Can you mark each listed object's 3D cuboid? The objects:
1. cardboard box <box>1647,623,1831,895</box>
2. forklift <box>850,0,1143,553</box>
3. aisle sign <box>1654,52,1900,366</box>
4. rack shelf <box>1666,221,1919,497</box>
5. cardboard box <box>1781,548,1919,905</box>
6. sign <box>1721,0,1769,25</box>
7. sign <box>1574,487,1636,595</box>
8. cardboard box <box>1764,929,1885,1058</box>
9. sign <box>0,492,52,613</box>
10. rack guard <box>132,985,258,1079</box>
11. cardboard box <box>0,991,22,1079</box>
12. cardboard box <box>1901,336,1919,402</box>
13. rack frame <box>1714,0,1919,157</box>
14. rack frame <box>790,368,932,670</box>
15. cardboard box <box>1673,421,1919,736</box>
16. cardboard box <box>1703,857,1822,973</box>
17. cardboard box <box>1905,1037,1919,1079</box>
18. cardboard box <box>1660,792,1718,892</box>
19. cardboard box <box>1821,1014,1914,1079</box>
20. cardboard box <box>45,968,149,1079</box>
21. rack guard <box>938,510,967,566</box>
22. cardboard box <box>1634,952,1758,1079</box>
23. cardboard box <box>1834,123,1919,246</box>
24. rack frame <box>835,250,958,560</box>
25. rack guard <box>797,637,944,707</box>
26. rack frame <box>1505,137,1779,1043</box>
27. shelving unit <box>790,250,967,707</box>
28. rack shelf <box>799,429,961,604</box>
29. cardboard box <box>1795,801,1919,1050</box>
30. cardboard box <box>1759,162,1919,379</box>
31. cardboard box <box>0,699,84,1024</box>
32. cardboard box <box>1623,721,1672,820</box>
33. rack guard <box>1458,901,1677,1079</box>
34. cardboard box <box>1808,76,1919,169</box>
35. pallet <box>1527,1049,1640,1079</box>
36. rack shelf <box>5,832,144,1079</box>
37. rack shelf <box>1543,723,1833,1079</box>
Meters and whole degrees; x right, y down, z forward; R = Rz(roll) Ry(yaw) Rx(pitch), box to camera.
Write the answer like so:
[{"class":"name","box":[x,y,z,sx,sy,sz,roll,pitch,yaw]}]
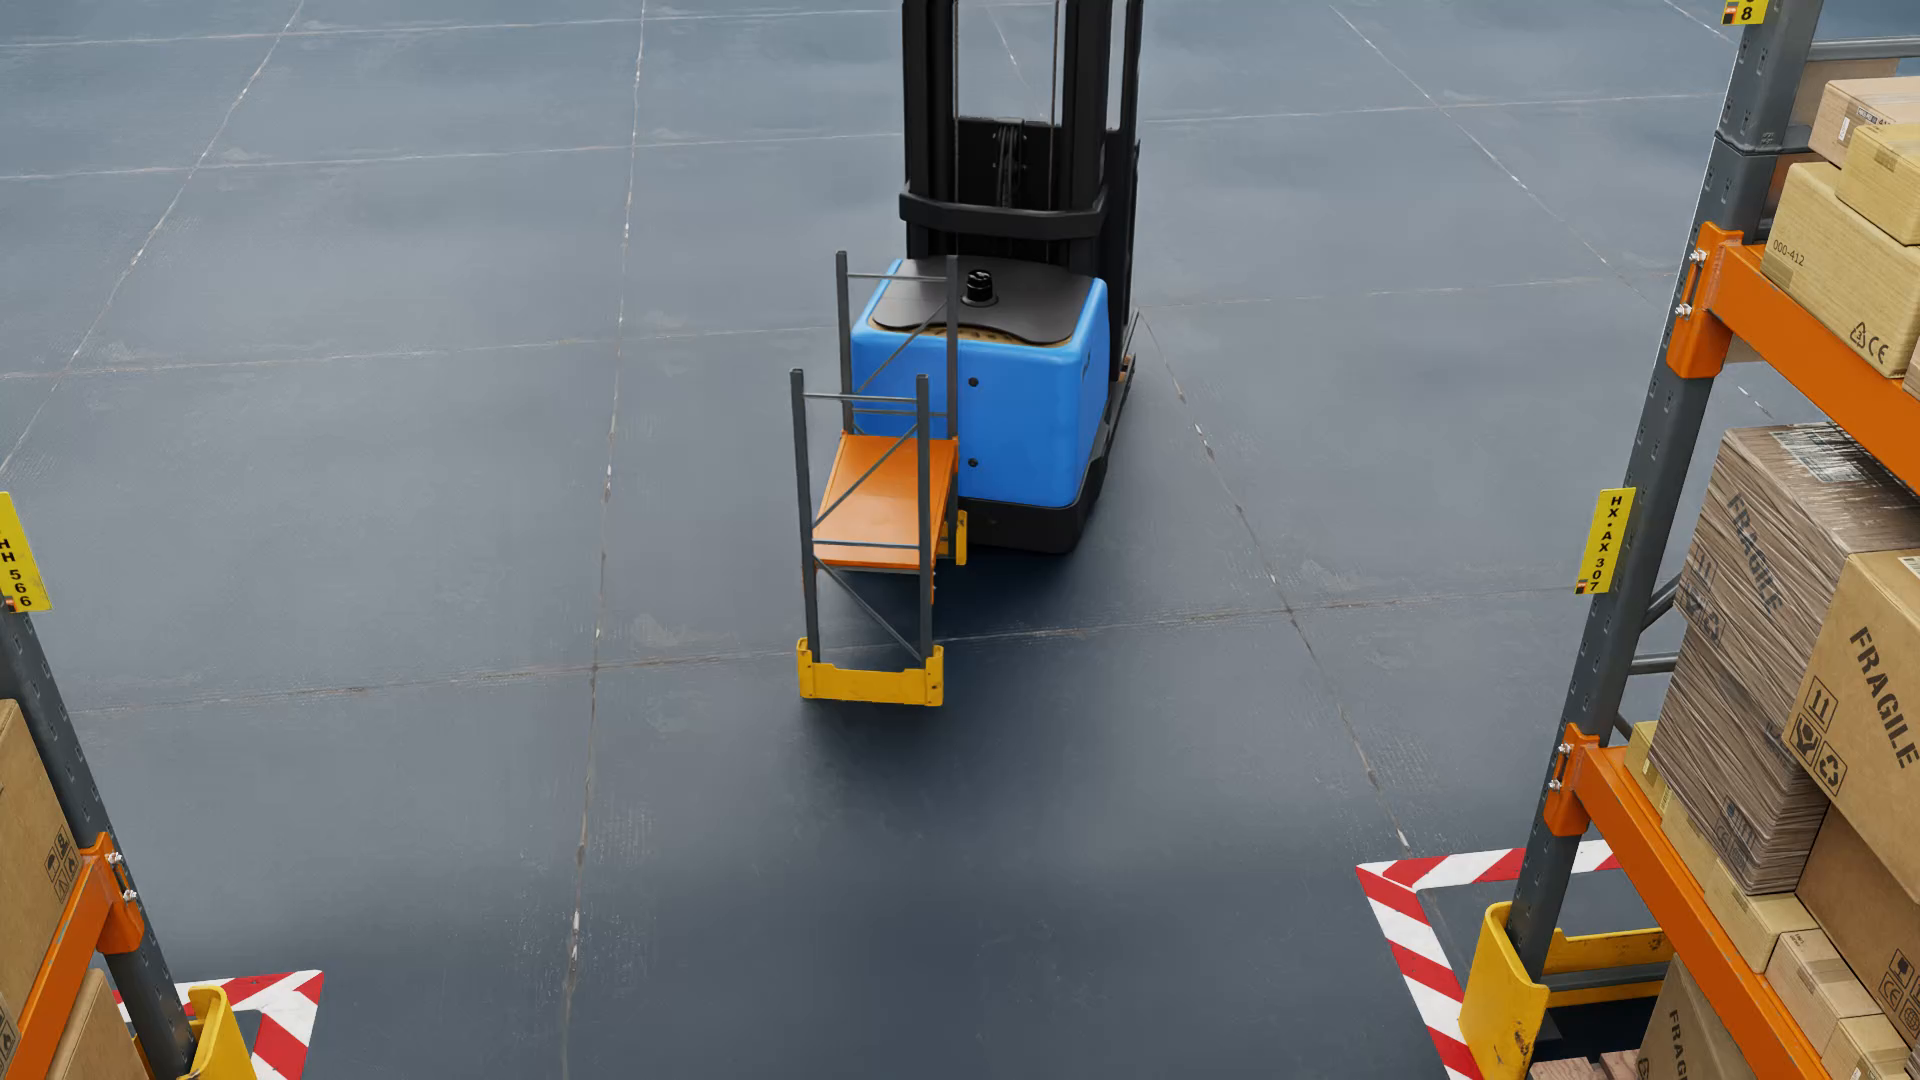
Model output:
[{"class":"cardboard box","box":[2.258,0.467,4.049,0.875,0.500,0.500,-4,35,-6]},{"class":"forklift","box":[0.331,-1.976,8.046,1.130,2.935,3.031,7,35,10]},{"class":"aisle sign","box":[1.906,-0.764,3.899,0.394,0.787,0.004,-4,35,-6]},{"class":"rack shelf","box":[2.481,0.496,2.334,1.077,0.370,4.000,-4,35,-6]},{"class":"cardboard box","box":[2.076,0.352,3.330,0.500,0.500,0.500,-4,35,-6]},{"class":"sign","box":[1.674,-1.238,3.463,0.100,0.325,0.005,-4,35,-6]},{"class":"sign","box":[1.674,0.005,4.310,0.100,0.325,0.005,-4,35,-6]},{"class":"cardboard box","box":[2.101,1.022,3.809,0.380,0.149,0.250,-4,35,-6]},{"class":"sign","box":[-2.177,0.031,3.802,0.100,0.325,0.005,-4,35,-6]},{"class":"rack guard","box":[-2.720,1.661,4.869,1.175,0.500,0.348,-4,35,-6]},{"class":"cardboard box","box":[-2.526,1.088,3.357,0.875,0.550,0.550,-4,35,-6]},{"class":"cardboard box","box":[2.096,-0.280,2.967,0.500,0.250,0.500,-5,35,-7]},{"class":"rack frame","box":[2.212,-2.157,2.925,1.000,3.000,0.127,-4,35,-6]},{"class":"rack frame","box":[-0.362,0.020,6.389,0.500,1.500,0.032,3,34,5]},{"class":"cardboard box","box":[2.016,0.072,3.740,0.500,0.500,0.500,-4,35,-6]},{"class":"cardboard box","box":[2.047,0.884,4.012,0.380,0.149,0.250,-4,35,-6]},{"class":"cardboard box","box":[2.469,1.019,3.238,0.875,0.500,0.500,-4,35,-6]},{"class":"cardboard box","box":[2.028,0.744,4.218,0.380,0.149,0.250,-4,35,-6]},{"class":"cardboard box","box":[2.128,1.162,3.604,0.380,0.149,0.250,-4,35,-6]},{"class":"cardboard box","box":[-2.560,1.719,4.078,0.875,0.875,0.875,-4,34,-6]},{"class":"rack guard","box":[-0.262,-0.023,7.561,0.587,0.250,0.087,3,34,5]},{"class":"cardboard box","box":[2.279,1.531,4.687,0.500,0.500,0.500,2,34,2]},{"class":"cardboard box","box":[1.959,-0.697,3.225,0.380,0.149,0.250,-4,34,-5]},{"class":"rack frame","box":[-0.260,-0.550,7.225,0.500,1.500,0.032,3,34,5]},{"class":"rack guard","box":[-0.361,0.536,6.742,0.587,0.250,0.087,3,34,5]},{"class":"rack frame","box":[2.212,0.322,4.614,1.000,3.000,0.127,-4,35,-6]},{"class":"shelving unit","box":[-0.312,-0.260,6.800,0.587,1.500,1.083,3,34,5]},{"class":"rack shelf","box":[-0.311,-0.116,6.908,0.538,0.185,1.000,3,34,5]},{"class":"cardboard box","box":[2.445,0.737,3.653,0.875,0.500,0.500,-4,35,-6]},{"class":"cardboard box","box":[2.020,-0.567,3.388,0.500,0.250,0.500,-3,34,-5]},{"class":"cardboard box","box":[-2.622,0.783,3.805,0.875,0.550,0.550,-4,35,-6]},{"class":"cardboard box","box":[2.014,0.603,4.425,0.380,0.149,0.250,-4,35,-6]},{"class":"rack guard","box":[2.222,1.397,5.256,1.175,0.500,0.348,-4,35,-6]},{"class":"cardboard box","box":[2.020,-0.849,3.448,0.380,0.149,0.250,-5,35,-7]},{"class":"pallet","box":[2.296,1.973,4.668,1.003,0.211,1.213,-4,35,-6]},{"class":"rack shelf","box":[-2.448,2.054,2.711,1.077,0.370,4.000,-4,35,-6]},{"class":"rack shelf","box":[2.481,1.735,3.179,1.077,0.370,4.000,-4,35,-6]}]
